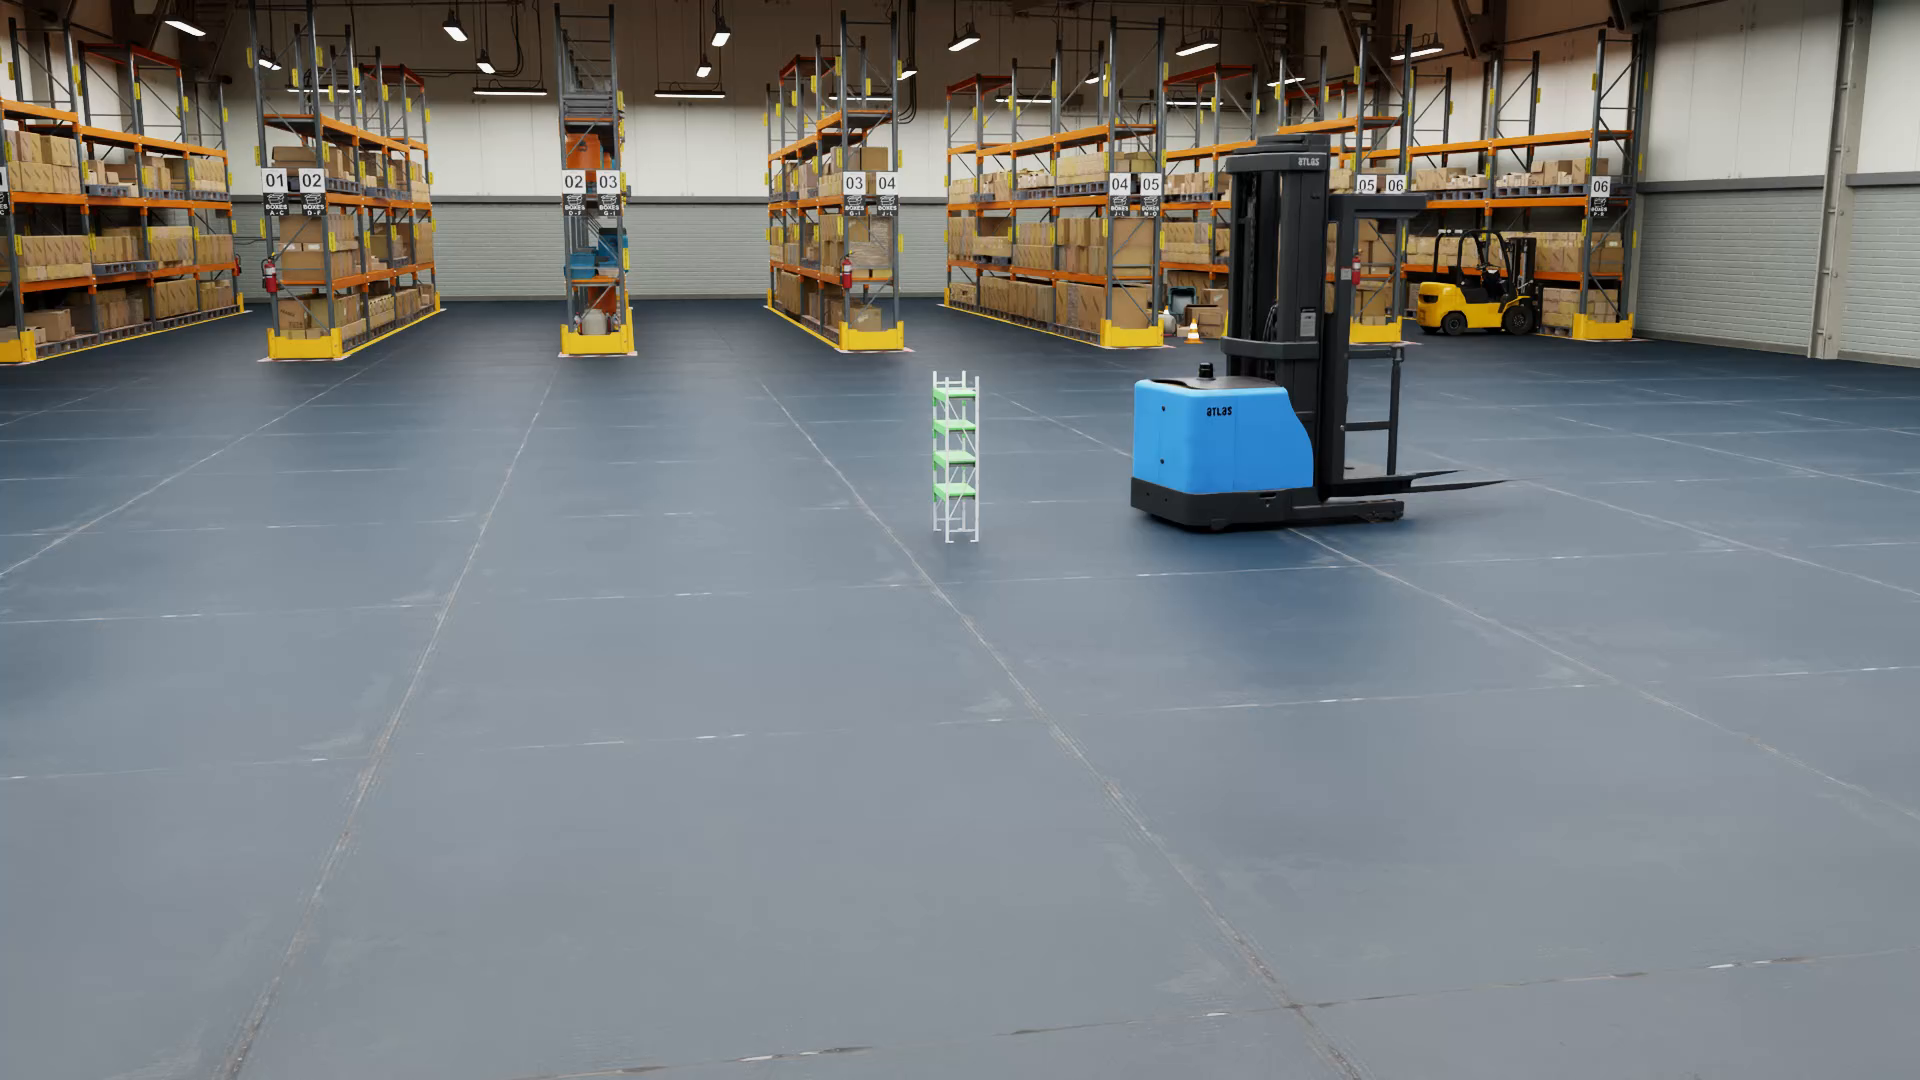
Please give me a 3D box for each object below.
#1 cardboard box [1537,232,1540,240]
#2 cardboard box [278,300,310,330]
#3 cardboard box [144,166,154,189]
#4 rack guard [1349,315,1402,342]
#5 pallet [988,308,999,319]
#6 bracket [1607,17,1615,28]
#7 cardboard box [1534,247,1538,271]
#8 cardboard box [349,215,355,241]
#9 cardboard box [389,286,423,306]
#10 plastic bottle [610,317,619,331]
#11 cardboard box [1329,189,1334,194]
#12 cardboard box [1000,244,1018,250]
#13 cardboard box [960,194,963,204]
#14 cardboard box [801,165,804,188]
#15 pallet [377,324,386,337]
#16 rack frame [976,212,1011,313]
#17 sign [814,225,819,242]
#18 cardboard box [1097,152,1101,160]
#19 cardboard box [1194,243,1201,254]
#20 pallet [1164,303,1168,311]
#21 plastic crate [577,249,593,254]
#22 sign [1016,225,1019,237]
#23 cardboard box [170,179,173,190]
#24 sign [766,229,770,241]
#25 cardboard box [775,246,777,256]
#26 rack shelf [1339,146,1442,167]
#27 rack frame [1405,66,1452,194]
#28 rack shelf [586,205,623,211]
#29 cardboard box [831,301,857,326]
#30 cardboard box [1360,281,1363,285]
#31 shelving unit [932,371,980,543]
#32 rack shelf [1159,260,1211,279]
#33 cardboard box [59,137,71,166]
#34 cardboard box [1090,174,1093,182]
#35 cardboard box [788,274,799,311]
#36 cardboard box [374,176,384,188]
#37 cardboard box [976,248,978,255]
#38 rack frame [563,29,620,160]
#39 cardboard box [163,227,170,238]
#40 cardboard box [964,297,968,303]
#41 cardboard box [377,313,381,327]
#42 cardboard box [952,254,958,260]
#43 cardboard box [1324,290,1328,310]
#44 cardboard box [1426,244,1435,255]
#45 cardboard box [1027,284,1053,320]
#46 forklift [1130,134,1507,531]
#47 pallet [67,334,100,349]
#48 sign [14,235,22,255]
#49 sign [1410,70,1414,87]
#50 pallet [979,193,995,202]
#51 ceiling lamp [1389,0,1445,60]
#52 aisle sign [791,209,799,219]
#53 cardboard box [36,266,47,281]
[{"bbox_3d":[12.381,-6.401,35.007,0.380,0.149,0.250,-2,11,-10],"label":"cardboard box"},{"bbox_3d":[-11.741,-3.958,29.196,0.500,0.500,0.500,-2,11,-11],"label":"cardboard box"},{"bbox_3d":[-18.160,-7.956,36.509,0.700,0.500,0.500,-2,11,-8],"label":"cardboard box"},{"bbox_3d":[8.079,-4.153,32.678,1.175,0.500,0.348,-2,11,-11],"label":"rack guard"},{"bbox_3d":[1.317,-5.632,41.224,1.003,0.211,1.213,-2,11,-11],"label":"pallet"},{"bbox_3d":[13.281,-10.487,33.601,0.235,0.232,0.430,-2,11,-11],"label":"bracket"},{"bbox_3d":[12.308,-5.959,35.215,0.500,0.500,0.500,-2,11,-11],"label":"cardboard box"},{"bbox_3d":[-12.031,-5.986,31.886,0.700,0.500,0.500,-2,11,-11],"label":"cardboard box"},{"bbox_3d":[-14.050,-6.182,42.153,0.797,0.503,0.637,-2,11,-11],"label":"cardboard box"},{"bbox_3d":[-6.728,-4.206,32.380,0.152,0.276,0.135,-2,11,-10],"label":"plastic bottle"},{"bbox_3d":[7.572,-6.960,33.388,0.380,0.149,0.250,-2,11,-11],"label":"cardboard box"},{"bbox_3d":[1.159,-6.939,39.382,0.380,0.149,0.250,-2,11,-10],"label":"cardboard box"},{"bbox_3d":[0.283,-9.125,44.496,0.500,0.250,0.500,-2,11,-11],"label":"cardboard box"},{"bbox_3d":[-3.249,-8.053,36.858,0.500,0.500,0.500,-2,11,-11],"label":"cardboard box"},{"bbox_3d":[-12.545,-4.369,34.584,1.003,0.211,1.213,-2,11,-11],"label":"pallet"},{"bbox_3d":[0.924,-7.369,42.891,1.000,3.000,0.127,-2,11,-11],"label":"rack frame"},{"bbox_3d":[-2.949,-6.288,34.114,0.100,0.325,0.005,-2,11,-11],"label":"sign"},{"bbox_3d":[2.812,-7.261,31.448,0.380,0.149,0.250,-2,11,-11],"label":"cardboard box"},{"bbox_3d":[6.091,-7.179,40.959,0.500,0.250,0.500,-2,11,-12],"label":"cardboard box"},{"bbox_3d":[5.983,-6.059,43.466,1.003,0.211,1.213,-2,11,-11],"label":"pallet"},{"bbox_3d":[-7.658,-5.669,33.788,0.402,0.464,0.583,-2,11,-11],"label":"plastic crate"},{"bbox_3d":[1.467,-7.959,42.892,0.100,0.325,0.005,-2,11,-11],"label":"sign"},{"bbox_3d":[-18.901,-8.439,39.501,0.500,0.250,0.500,-2,11,-10],"label":"cardboard box"},{"bbox_3d":[-5.285,-8.386,45.707,0.100,0.325,0.005,-2,11,-11],"label":"sign"},{"bbox_3d":[-4.602,-7.633,43.881,0.500,0.250,0.500,-2,11,-12],"label":"cardboard box"},{"bbox_3d":[11.017,-9.779,42.503,1.077,0.370,4.000,-2,11,-11],"label":"rack shelf"},{"bbox_3d":[11.406,-9.962,40.471,1.000,3.000,0.127,-2,11,-11],"label":"rack frame"},{"bbox_3d":[-8.431,-7.781,38.954,1.077,0.370,4.000,-2,11,-11],"label":"rack shelf"},{"bbox_3d":[-2.367,-4.644,34.133,0.500,0.500,0.500,-2,11,-13],"label":"cardboard box"},{"bbox_3d":[10.706,-6.779,43.617,0.380,0.149,0.250,-2,11,-11],"label":"cardboard box"},{"bbox_3d":[-0.032,-0.620,12.244,0.258,1.200,0.503,-2,11,-11],"label":"shelving unit"},{"bbox_3d":[6.148,-6.847,42.074,1.077,0.370,4.000,-2,11,-11],"label":"rack shelf"},{"bbox_3d":[-16.501,-7.041,30.148,0.500,0.500,0.500,-2,11,-8],"label":"cardboard box"},{"bbox_3d":[2.713,-6.962,32.012,0.380,0.149,0.250,-2,11,-10],"label":"cardboard box"},{"bbox_3d":[-3.463,-5.927,39.875,1.225,0.875,0.875,-2,11,-11],"label":"cardboard box"},{"bbox_3d":[-13.019,-7.716,36.422,0.910,0.500,0.500,-2,11,-11],"label":"cardboard box"},{"bbox_3d":[0.609,-7.312,42.142,0.380,0.149,0.250,-2,11,-10],"label":"cardboard box"},{"bbox_3d":[-7.264,-8.507,32.825,1.000,3.000,0.127,-2,11,-11],"label":"rack frame"},{"bbox_3d":[-17.801,-6.790,36.724,0.500,0.250,0.500,-2,11,-11],"label":"cardboard box"},{"bbox_3d":[0.312,-6.424,44.429,0.380,0.149,0.250,-2,11,-11],"label":"cardboard box"},{"bbox_3d":[-12.160,-4.508,34.088,0.500,0.250,0.500,-2,11,-13],"label":"cardboard box"},{"bbox_3d":[-0.023,-7.812,45.888,0.380,0.149,0.250,-2,11,-13],"label":"cardboard box"},{"bbox_3d":[7.577,-4.824,33.743,0.500,0.500,0.500,-2,11,-9],"label":"cardboard box"},{"bbox_3d":[11.433,-6.908,39.534,0.500,0.250,0.500,-2,11,-12],"label":"cardboard box"},{"bbox_3d":[2.087,-5.291,36.865,1.050,0.750,0.750,-2,11,-11],"label":"cardboard box"},{"bbox_3d":[2.927,-1.660,13.080,3.031,2.935,1.130,-4,12,-21],"label":"forklift"},{"bbox_3d":[-16.816,-3.708,31.113,1.003,0.211,1.213,-2,11,-11],"label":"pallet"},{"bbox_3d":[-15.671,-4.911,27.661,0.100,0.325,0.005,-2,11,-11],"label":"sign"},{"bbox_3d":[8.626,-8.831,31.819,0.100,0.325,0.005,-2,11,-11],"label":"sign"},{"bbox_3d":[1.144,-8.443,41.014,1.213,0.211,1.003,-2,11,-11],"label":"pallet"},{"bbox_3d":[10.055,-11.991,35.518,0.800,3.185,2.000,-2,11,-11],"label":"ceiling lamp"},{"bbox_3d":[-4.459,-9.242,45.779,0.394,0.787,0.004,-2,11,-11],"label":"aisle sign"},{"bbox_3d":[-16.102,-4.598,28.679,0.500,0.250,0.500,-2,11,-13],"label":"cardboard box"}]
